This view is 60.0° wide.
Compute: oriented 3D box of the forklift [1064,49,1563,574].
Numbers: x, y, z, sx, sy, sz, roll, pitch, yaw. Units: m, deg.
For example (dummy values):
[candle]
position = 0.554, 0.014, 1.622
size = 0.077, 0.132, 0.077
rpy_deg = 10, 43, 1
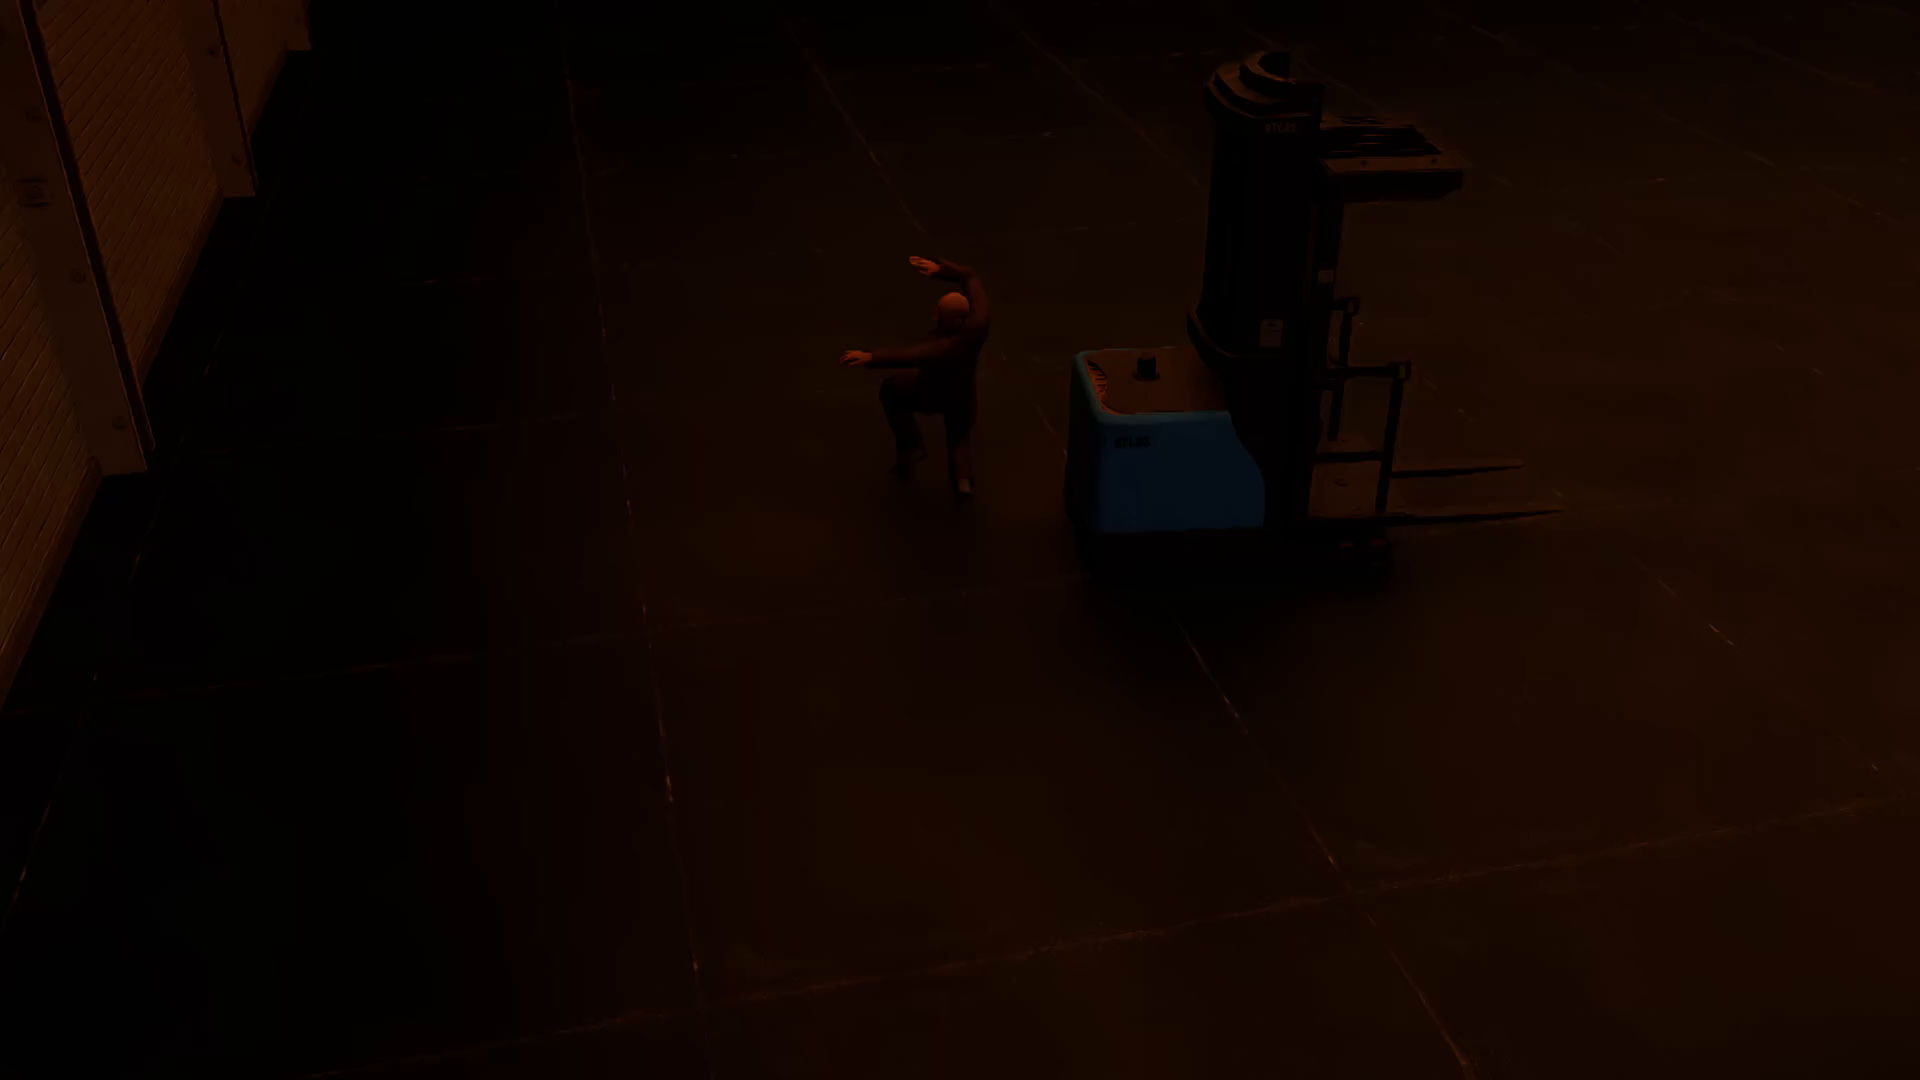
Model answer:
[forklift]
position = 2.231, -1.360, 9.924
size = 3.031, 2.935, 1.130
rpy_deg = -3, 30, -5

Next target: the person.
[person]
position = -0.379, -1.001, 10.667
size = 1.169, 1.641, 0.893
rpy_deg = -16, 34, -26
